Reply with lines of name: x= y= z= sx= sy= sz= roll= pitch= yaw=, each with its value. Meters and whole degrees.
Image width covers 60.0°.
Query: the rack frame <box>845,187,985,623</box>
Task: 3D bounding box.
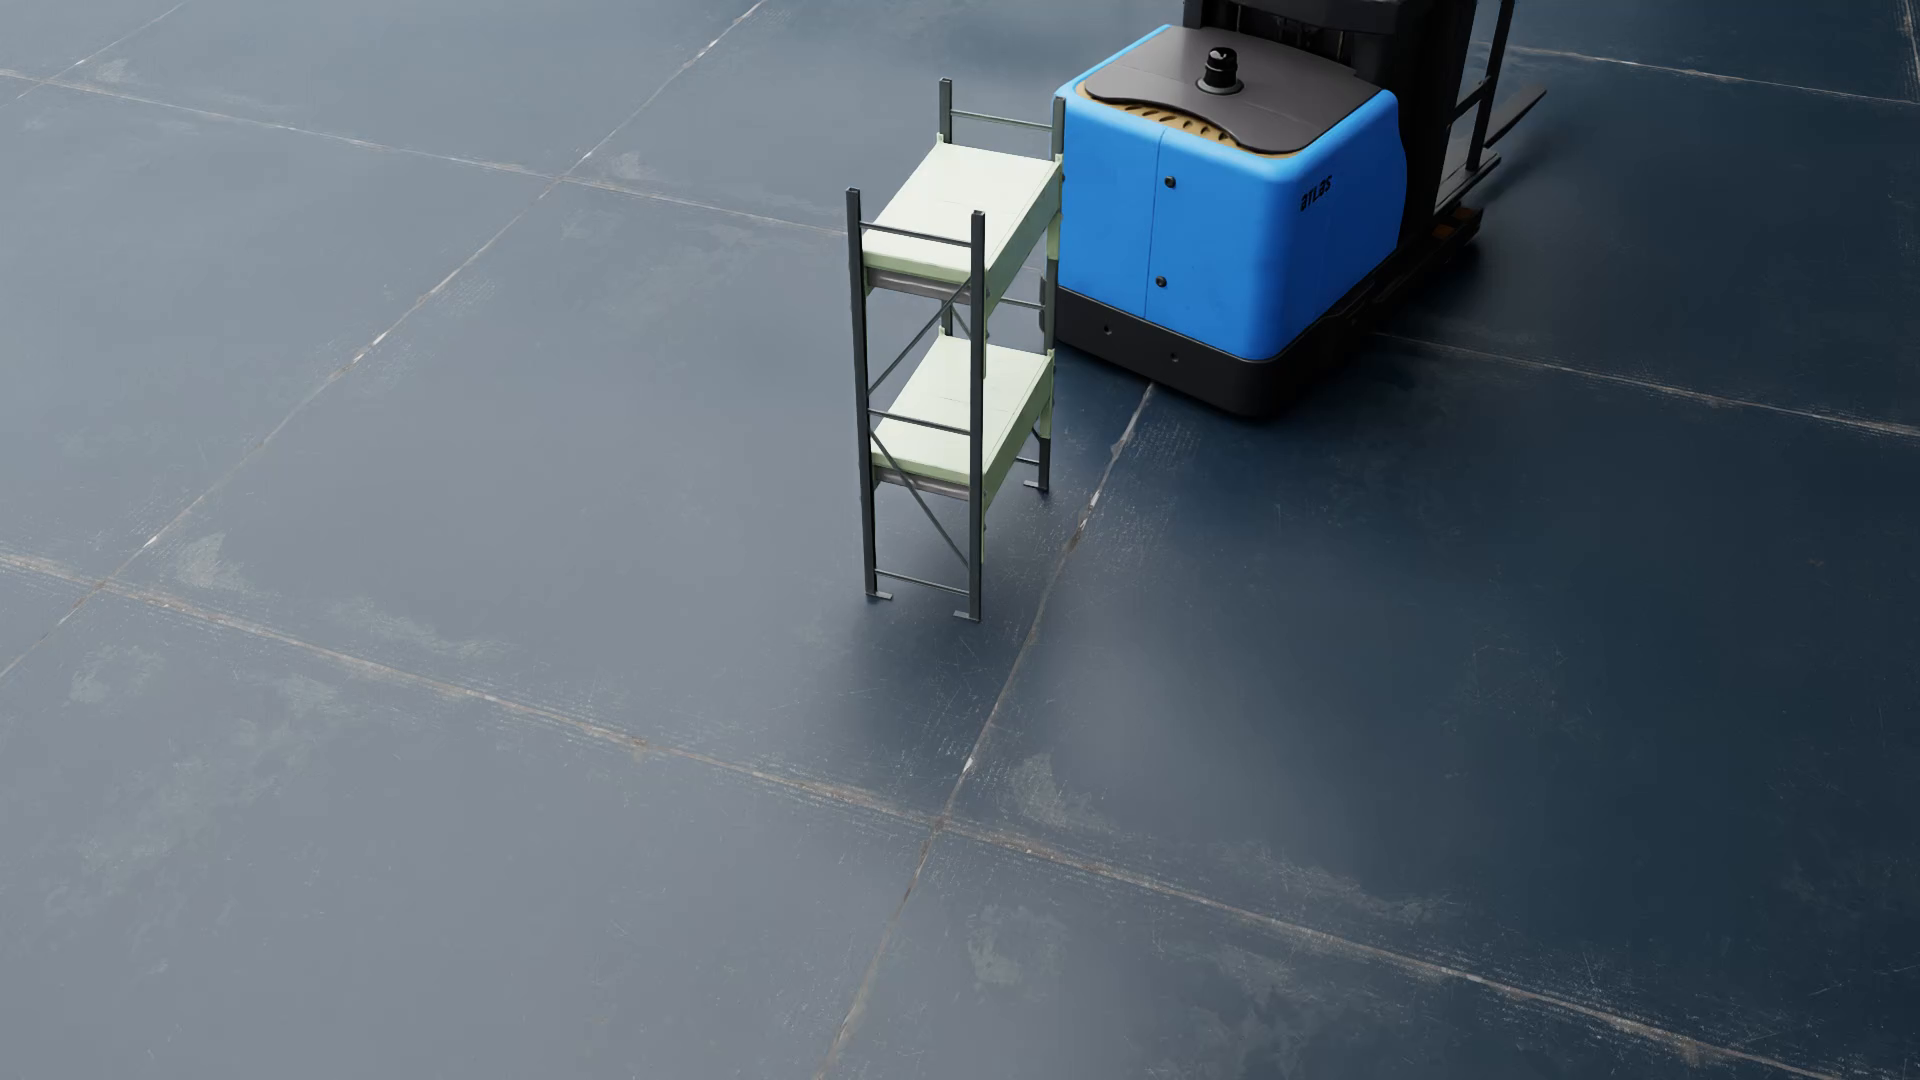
rack frame: x=-0.123 y=-0.351 z=5.006 sx=0.400 sy=1.500 sz=0.023 roll=13 pitch=42 yaw=15

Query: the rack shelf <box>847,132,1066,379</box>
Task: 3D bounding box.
rack shelf: x=0.002 y=-0.872 z=5.015 sx=0.431 sy=0.370 sz=0.720 roll=13 pitch=42 yaw=15

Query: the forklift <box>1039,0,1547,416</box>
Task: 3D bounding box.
forklift: x=1.615 y=-2.476 z=6.394 sx=1.130 sy=2.935 sz=3.031 roll=27 pitch=47 yaw=28

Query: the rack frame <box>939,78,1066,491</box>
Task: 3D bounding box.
rack frame: x=0.127 y=-0.798 z=5.530 sx=0.400 sy=1.500 sz=0.023 roll=13 pitch=42 yaw=15

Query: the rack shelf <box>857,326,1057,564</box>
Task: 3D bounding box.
rack shelf: x=0.002 y=-0.327 z=5.480 sx=0.431 sy=0.370 sz=0.720 roll=13 pitch=42 yaw=15

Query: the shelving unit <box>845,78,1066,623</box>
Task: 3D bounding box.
shelving unit: x=0.002 y=-0.575 z=5.268 sx=0.431 sy=1.500 sz=0.755 roll=13 pitch=42 yaw=15
